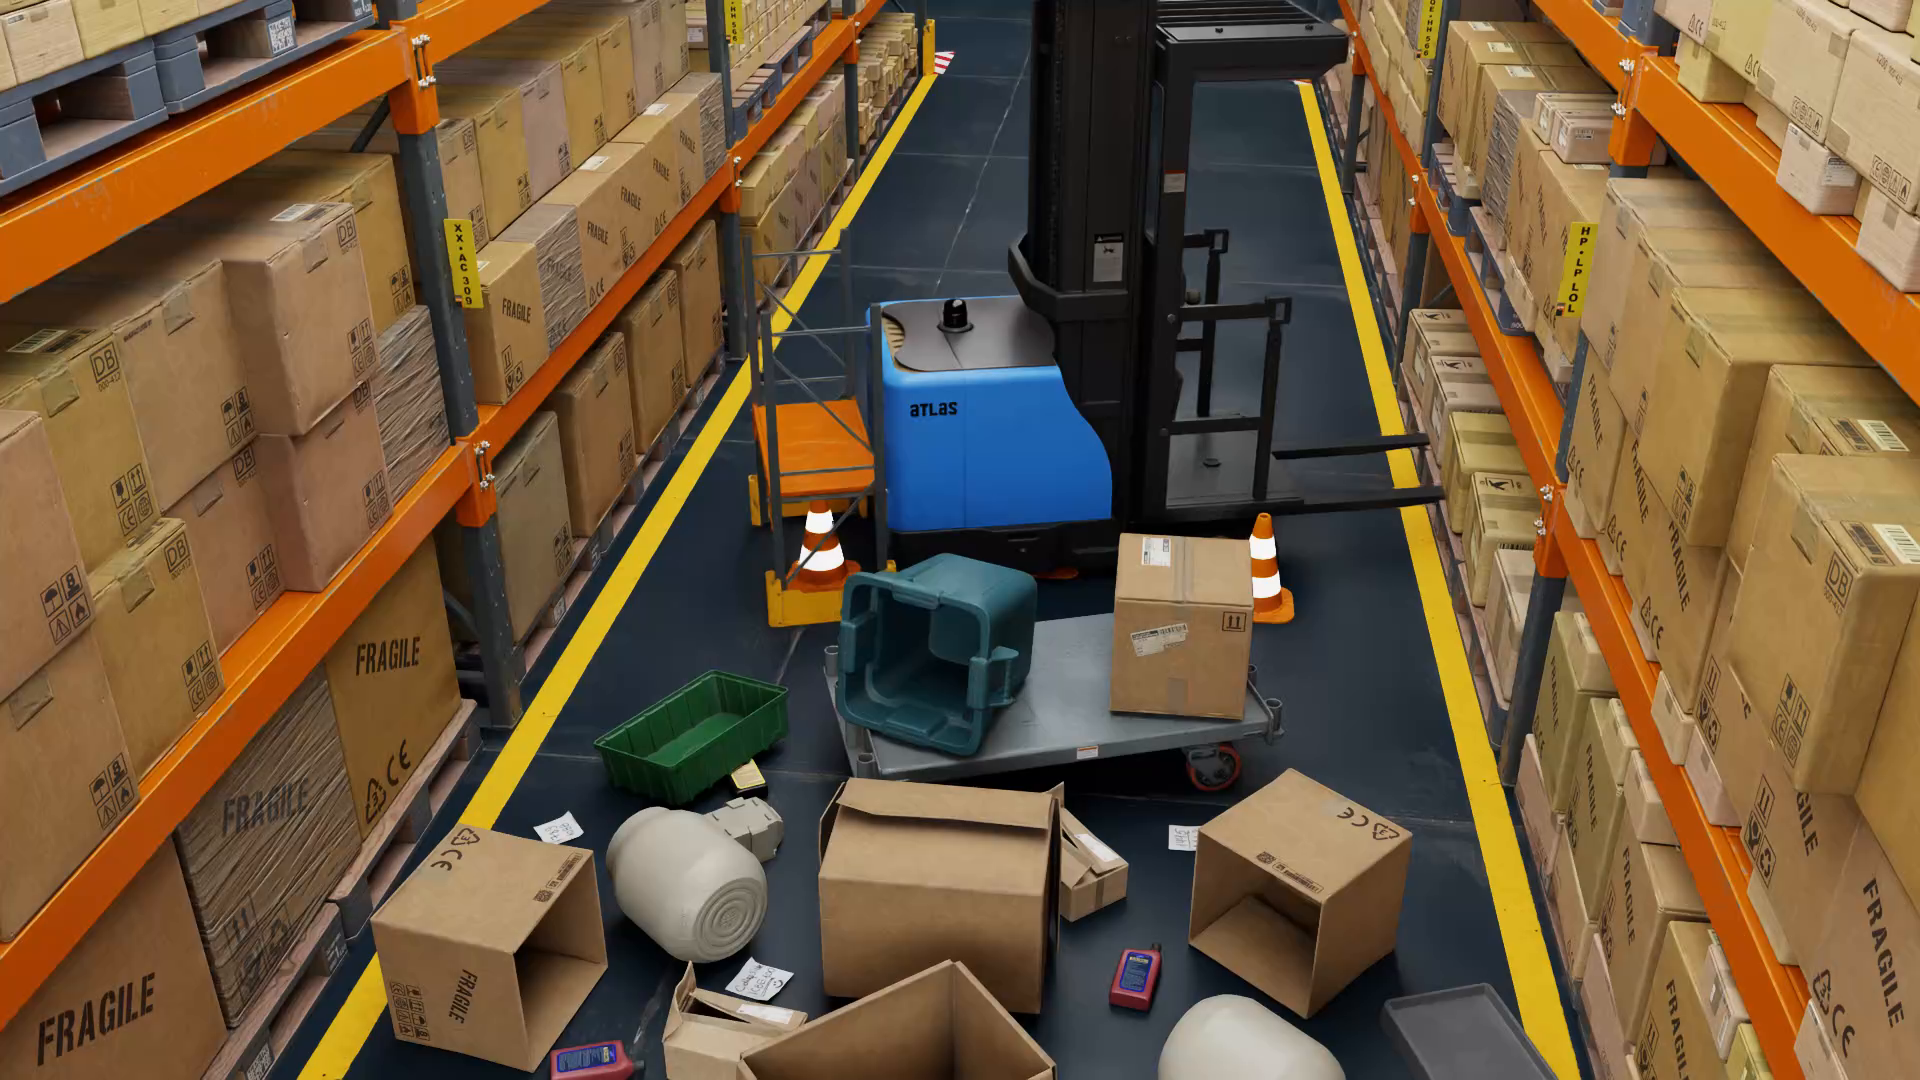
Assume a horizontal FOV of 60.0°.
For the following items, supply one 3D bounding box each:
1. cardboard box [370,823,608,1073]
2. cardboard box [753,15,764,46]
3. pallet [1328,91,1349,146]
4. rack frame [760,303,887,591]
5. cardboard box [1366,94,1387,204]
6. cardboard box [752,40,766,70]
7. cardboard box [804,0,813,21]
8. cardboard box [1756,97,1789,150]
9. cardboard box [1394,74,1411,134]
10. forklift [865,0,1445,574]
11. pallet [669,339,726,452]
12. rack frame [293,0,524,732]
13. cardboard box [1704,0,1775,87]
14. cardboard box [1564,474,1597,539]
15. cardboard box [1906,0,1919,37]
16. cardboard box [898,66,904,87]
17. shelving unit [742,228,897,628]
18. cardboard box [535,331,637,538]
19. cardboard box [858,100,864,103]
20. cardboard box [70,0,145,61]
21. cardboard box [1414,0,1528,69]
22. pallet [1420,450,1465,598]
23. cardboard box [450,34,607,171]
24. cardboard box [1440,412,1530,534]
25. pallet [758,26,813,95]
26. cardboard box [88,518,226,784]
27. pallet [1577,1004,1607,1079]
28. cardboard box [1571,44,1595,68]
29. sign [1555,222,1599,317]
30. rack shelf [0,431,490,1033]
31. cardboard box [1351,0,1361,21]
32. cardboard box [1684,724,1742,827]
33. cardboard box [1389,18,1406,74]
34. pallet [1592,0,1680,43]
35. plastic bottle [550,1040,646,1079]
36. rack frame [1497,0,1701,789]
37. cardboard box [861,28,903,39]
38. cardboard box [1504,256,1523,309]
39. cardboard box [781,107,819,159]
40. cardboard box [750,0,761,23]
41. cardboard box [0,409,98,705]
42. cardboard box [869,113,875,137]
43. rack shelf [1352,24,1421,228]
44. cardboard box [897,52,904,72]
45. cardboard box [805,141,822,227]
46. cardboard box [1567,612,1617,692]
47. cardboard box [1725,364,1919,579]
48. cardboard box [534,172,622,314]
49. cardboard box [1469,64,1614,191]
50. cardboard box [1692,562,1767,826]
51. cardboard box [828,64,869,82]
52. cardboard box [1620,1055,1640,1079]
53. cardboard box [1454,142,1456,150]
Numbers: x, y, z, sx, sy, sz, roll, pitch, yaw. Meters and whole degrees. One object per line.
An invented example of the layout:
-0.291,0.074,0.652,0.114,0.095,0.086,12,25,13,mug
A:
-1.487,1.293,5.320,0.500,0.500,0.500,8,29,15,cardboard box
-1.476,-3.273,10.671,0.380,0.149,0.250,3,29,6,cardboard box
3.908,-3.824,15.125,1.003,0.211,1.213,3,28,6,pallet
-0.576,-0.298,7.222,0.500,1.500,0.032,-5,29,-9,rack frame
3.593,-3.075,12.593,0.875,0.875,0.875,4,29,8,cardboard box
-1.473,-3.133,10.725,0.380,0.149,0.250,5,29,9,cardboard box
-1.282,-3.881,12.113,0.380,0.149,0.250,2,28,4,cardboard box
2.249,-1.075,4.186,0.380,0.149,0.250,4,29,8,cardboard box
2.951,-2.668,10.197,0.500,0.250,0.500,4,29,7,cardboard box
1.082,-1.388,7.736,3.031,2.935,1.130,-4,29,-7,forklift
-1.997,-0.885,9.670,1.003,0.211,1.213,3,28,6,pallet
-2.316,-0.597,6.195,1.000,3.000,0.127,3,28,6,rack frame
2.230,-1.307,4.196,0.500,0.250,0.500,3,28,6,cardboard box
2.253,-0.116,5.568,0.380,0.149,0.250,3,28,6,cardboard box
2.139,-1.052,3.301,0.380,0.149,0.250,4,29,7,cardboard box
-0.738,-4.428,15.870,0.380,0.149,0.250,2,28,4,cardboard box
-0.672,-0.539,7.670,0.587,1.500,1.083,-5,29,-9,shelving unit
-2.207,-0.542,8.023,1.050,0.750,0.750,3,28,6,cardboard box
-1.031,-3.699,14.204,0.380,0.149,0.250,4,29,7,cardboard box
-2.197,-1.246,3.954,0.380,0.149,0.250,3,28,6,cardboard box
2.903,-2.982,9.463,0.500,0.500,0.500,3,28,5,cardboard box
2.850,-0.071,8.160,1.003,0.211,1.213,3,28,6,pallet
-2.074,-2.033,7.700,0.700,0.500,0.500,3,28,6,cardboard box
2.839,-0.298,7.967,0.950,0.372,0.625,4,29,8,cardboard box
-1.624,-3.329,11.469,1.003,0.211,1.213,3,28,6,pallet
-2.542,0.275,4.419,0.875,0.550,0.500,3,28,6,cardboard box
2.415,1.765,4.751,1.003,0.211,1.213,3,28,6,pallet
3.267,-2.125,8.170,0.500,0.500,0.500,3,28,5,cardboard box
2.058,-0.897,5.531,0.100,0.325,0.005,3,28,6,sign
-2.561,0.662,4.618,1.077,0.370,4.000,3,28,6,rack shelf
3.393,-4.399,13.148,0.500,0.500,0.500,4,29,7,cardboard box
2.083,0.606,4.228,0.380,0.149,0.250,3,28,6,cardboard box
3.008,-3.120,10.509,0.500,0.250,0.500,3,28,5,cardboard box
2.791,-1.879,5.610,1.213,0.211,1.003,3,28,6,pallet
-1.124,1.627,5.165,0.283,0.061,0.133,-6,29,-11,plastic bottle
2.609,-0.356,5.749,1.000,3.000,0.127,3,28,6,rack frame
-0.747,-4.810,15.952,0.380,0.149,0.250,2,28,4,cardboard box
2.472,-1.056,6.869,0.380,0.149,0.250,4,29,7,cardboard box
-1.303,-2.921,11.911,0.500,0.250,0.500,2,28,4,cardboard box
-1.479,-3.388,10.572,0.380,0.149,0.250,2,28,4,cardboard box
-2.543,0.053,3.693,0.875,0.550,0.550,3,28,6,cardboard box
-0.939,-3.570,14.277,0.380,0.149,0.250,4,29,8,cardboard box
3.345,-2.864,11.162,1.077,0.370,4.000,3,28,6,rack shelf
-0.739,-4.552,15.785,0.380,0.149,0.250,4,29,7,cardboard box
-1.306,-2.601,12.108,0.500,0.500,0.500,3,28,5,cardboard box
2.194,0.371,5.381,0.380,0.149,0.250,4,29,7,cardboard box
2.194,-0.052,3.712,0.700,0.500,0.500,3,28,6,cardboard box
-1.859,-1.345,7.479,0.500,0.500,0.500,3,28,6,cardboard box
2.699,-1.905,7.761,0.500,0.500,0.500,4,29,7,cardboard box
2.124,0.372,3.978,0.500,0.500,0.500,4,29,7,cardboard box
-1.004,-4.076,14.590,0.380,0.149,0.250,3,28,5,cardboard box
2.081,1.666,4.452,0.500,0.250,0.500,2,28,4,cardboard box
2.807,-2.040,8.697,0.380,0.149,0.250,2,28,3,cardboard box
